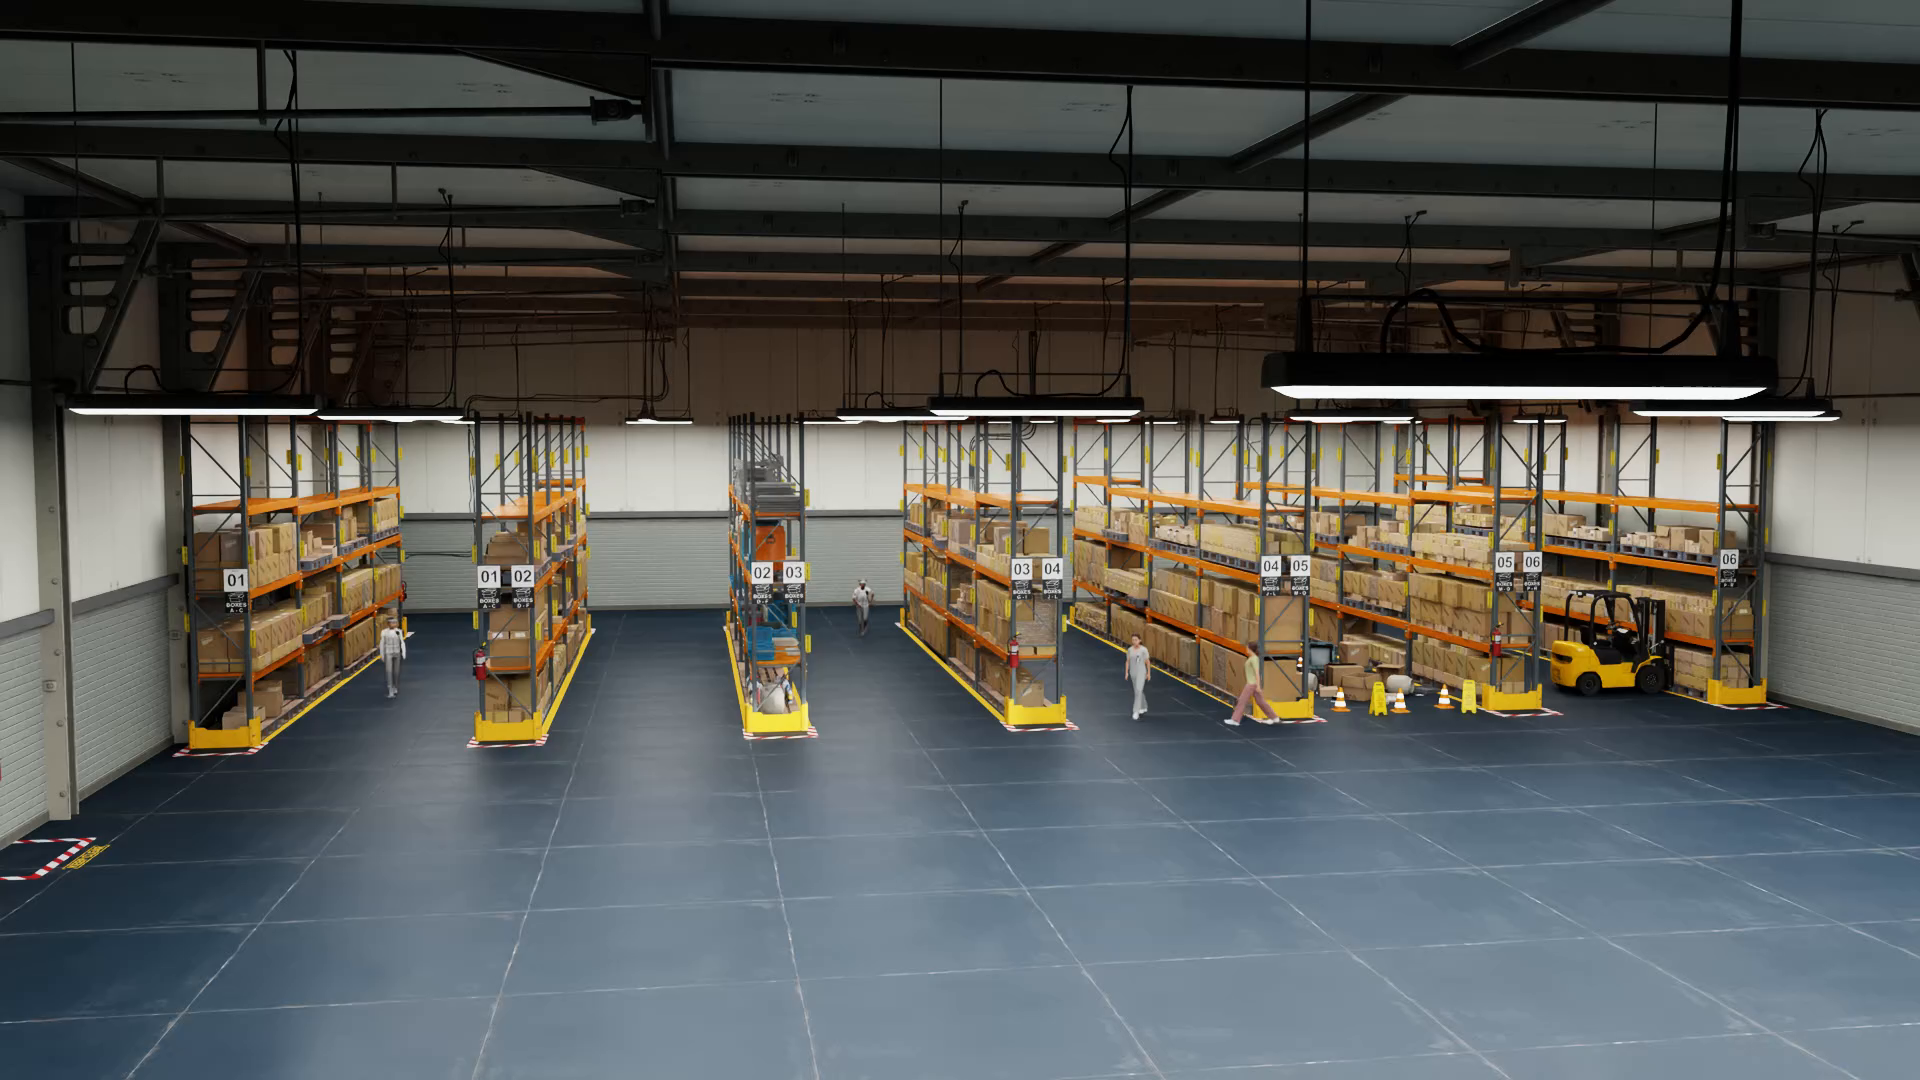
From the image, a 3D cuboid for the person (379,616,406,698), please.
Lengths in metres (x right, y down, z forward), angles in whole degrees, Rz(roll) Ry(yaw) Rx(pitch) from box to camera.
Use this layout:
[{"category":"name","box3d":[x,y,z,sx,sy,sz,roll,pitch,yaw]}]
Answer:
[{"category":"person","box3d":[-12.084,2.484,35.542,0.507,1.683,0.684,-3,5,-35]}]

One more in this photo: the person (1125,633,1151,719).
[{"category":"person","box3d":[3.490,2.649,32.807,0.486,1.631,0.894,3,5,38]}]

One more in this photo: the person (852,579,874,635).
[{"category":"person","box3d":[-2.658,1.833,45.475,0.554,1.607,0.741,0,4,0]}]

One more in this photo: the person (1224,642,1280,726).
[{"category":"person","box3d":[5.587,2.746,31.796,1.041,1.615,0.544,1,4,10]}]
